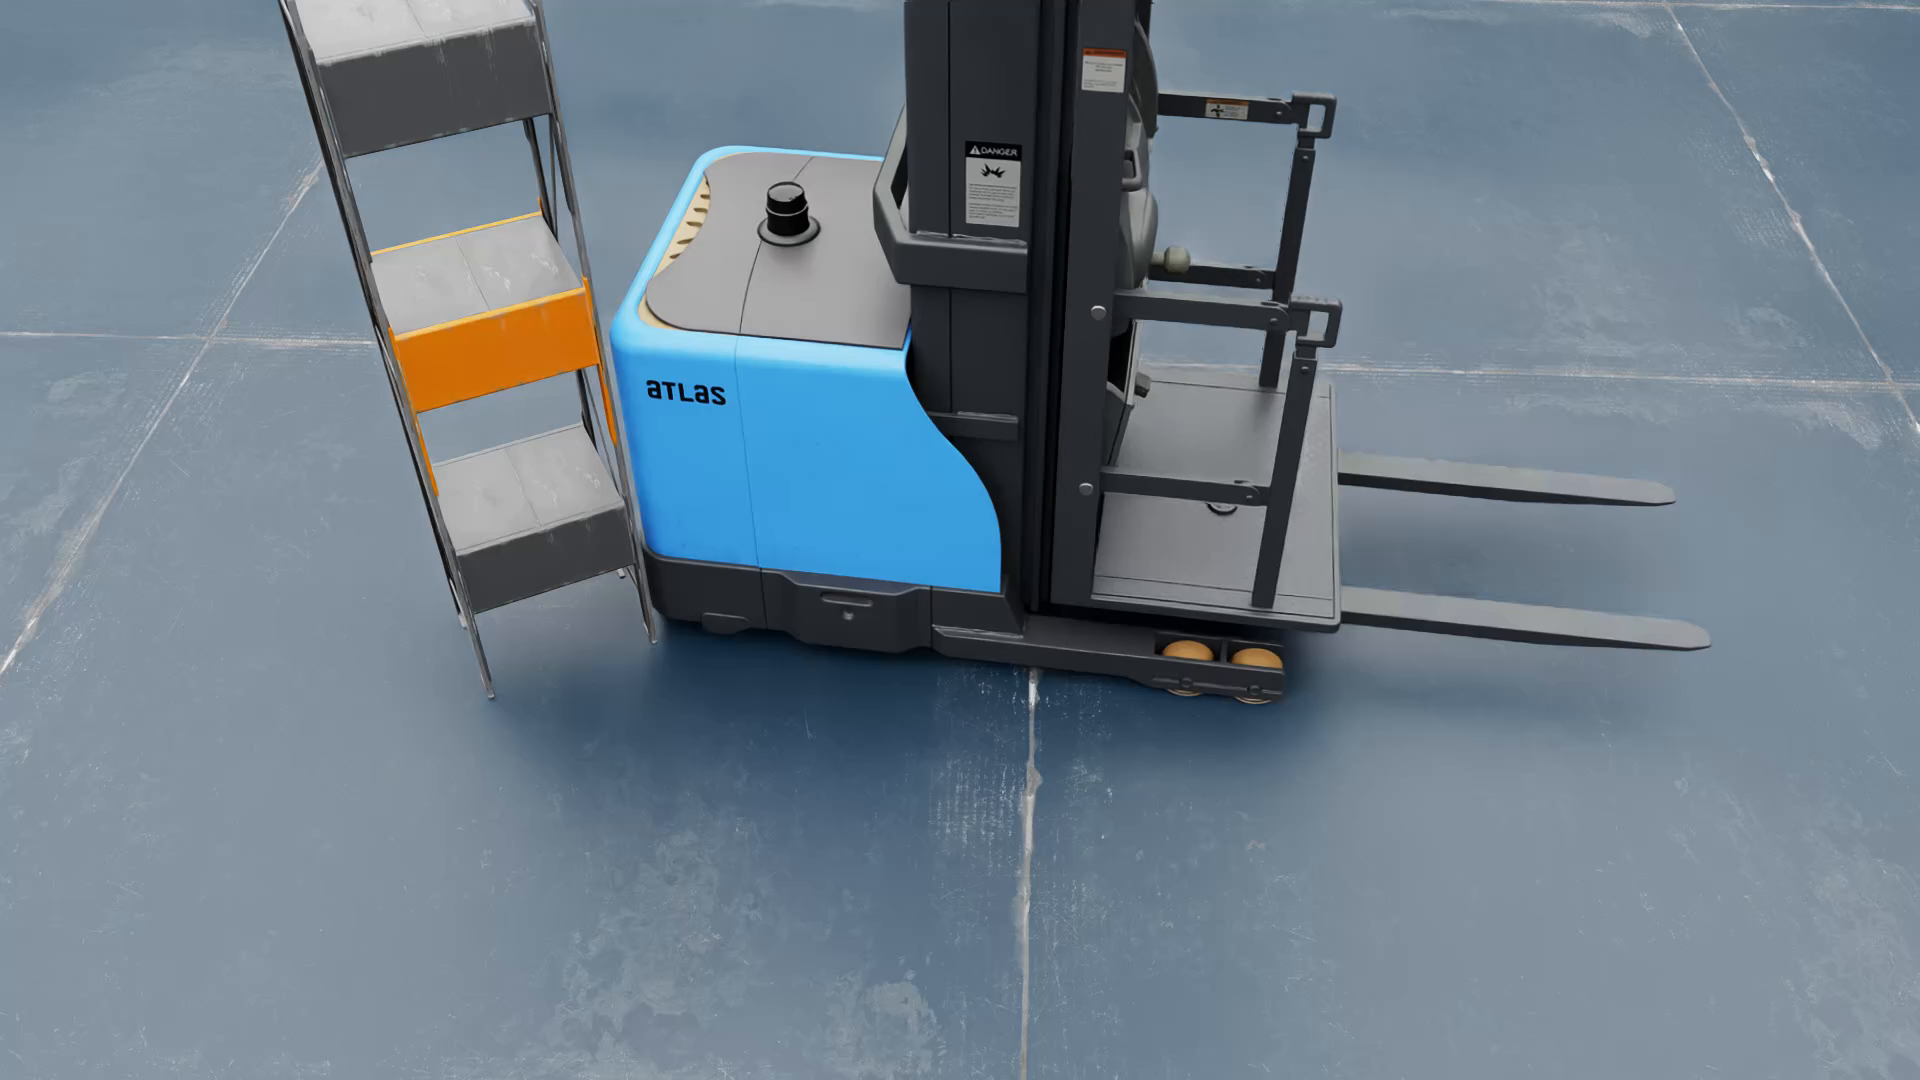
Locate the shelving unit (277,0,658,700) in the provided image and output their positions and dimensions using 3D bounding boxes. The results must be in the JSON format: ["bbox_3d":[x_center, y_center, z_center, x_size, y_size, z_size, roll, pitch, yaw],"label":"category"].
[{"bbox_3d":[-1.209,-0.509,4.256,0.503,2.100,0.431,-18,46,-19],"label":"shelving unit"}]

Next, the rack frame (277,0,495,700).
[{"bbox_3d":[-1.428,-0.436,4.177,0.015,2.100,0.400,-18,46,-19],"label":"rack frame"}]

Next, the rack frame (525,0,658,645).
[{"bbox_3d":[-0.989,-0.582,4.334,0.015,2.100,0.400,-18,46,-19],"label":"rack frame"}]

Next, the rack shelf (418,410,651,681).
[{"bbox_3d":[-1.209,0.013,4.742,0.480,0.518,0.431,-18,46,-19],"label":"rack shelf"}]

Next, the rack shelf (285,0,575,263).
[{"bbox_3d":[-1.209,-1.011,3.788,0.480,0.518,0.431,-18,46,-19],"label":"rack shelf"}]

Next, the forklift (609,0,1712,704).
[{"bbox_3d":[0.637,-0.995,4.168,3.031,2.935,1.130,6,43,6],"label":"forklift"}]

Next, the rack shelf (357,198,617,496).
[{"bbox_3d":[-1.209,-0.499,4.265,0.480,0.518,0.431,-18,46,-19],"label":"rack shelf"}]
